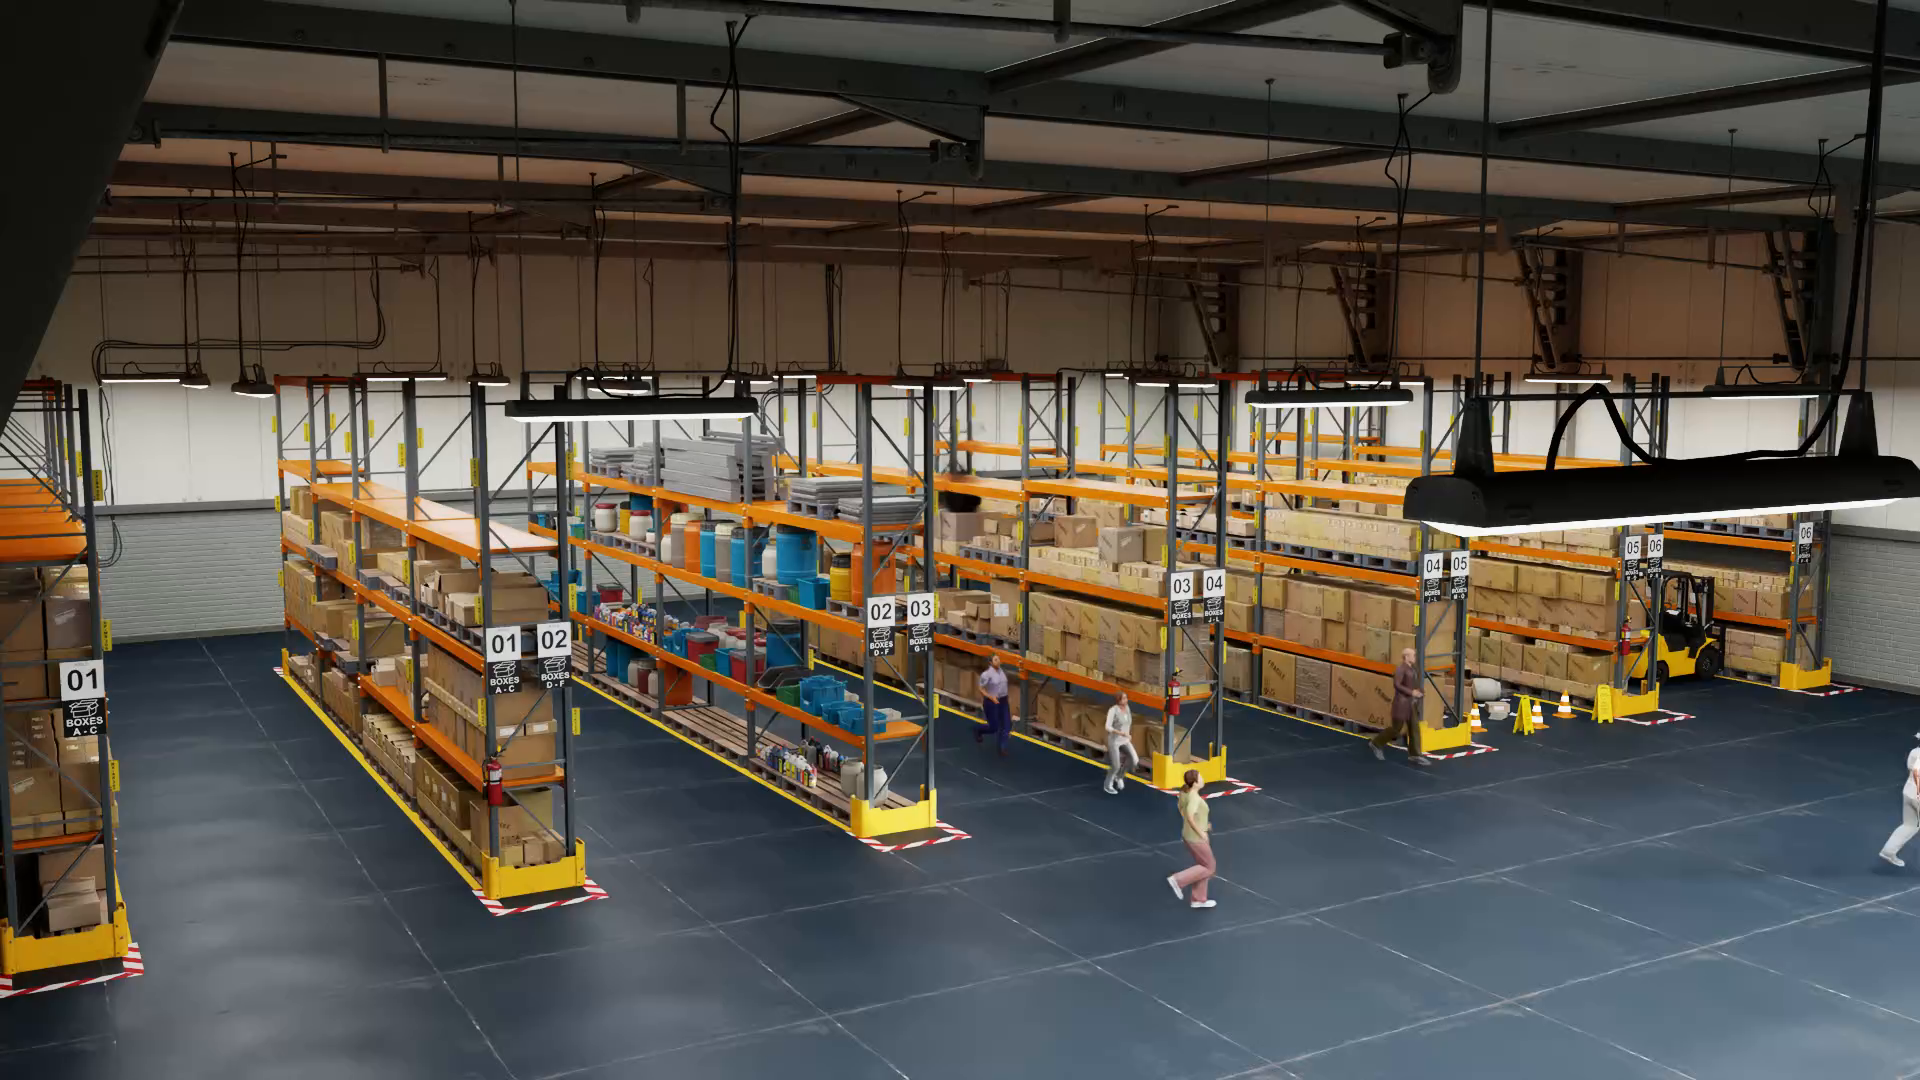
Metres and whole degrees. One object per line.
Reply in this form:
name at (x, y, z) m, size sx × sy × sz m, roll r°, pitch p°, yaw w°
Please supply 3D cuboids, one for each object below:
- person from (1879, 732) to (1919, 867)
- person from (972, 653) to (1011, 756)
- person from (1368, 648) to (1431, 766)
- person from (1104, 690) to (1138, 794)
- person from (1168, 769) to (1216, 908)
person at (11.833, 3.213, 20.502) m, size 0.851 × 1.826 × 0.650 m, roll 0°, pitch 6°, yaw 1°
person at (0.551, 2.588, 26.308) m, size 0.607 × 1.605 × 0.734 m, roll -6°, pitch 9°, yaw -43°
person at (6.985, 2.583, 26.115) m, size 0.977 × 1.783 × 0.763 m, roll 5°, pitch 8°, yaw 36°
person at (2.331, 2.944, 24.060) m, size 0.562 × 1.528 × 0.627 m, roll -4°, pitch 8°, yaw -35°
person at (2.661, 3.434, 19.125) m, size 0.597 × 1.624 × 0.596 m, roll -1°, pitch 6°, yaw -11°
